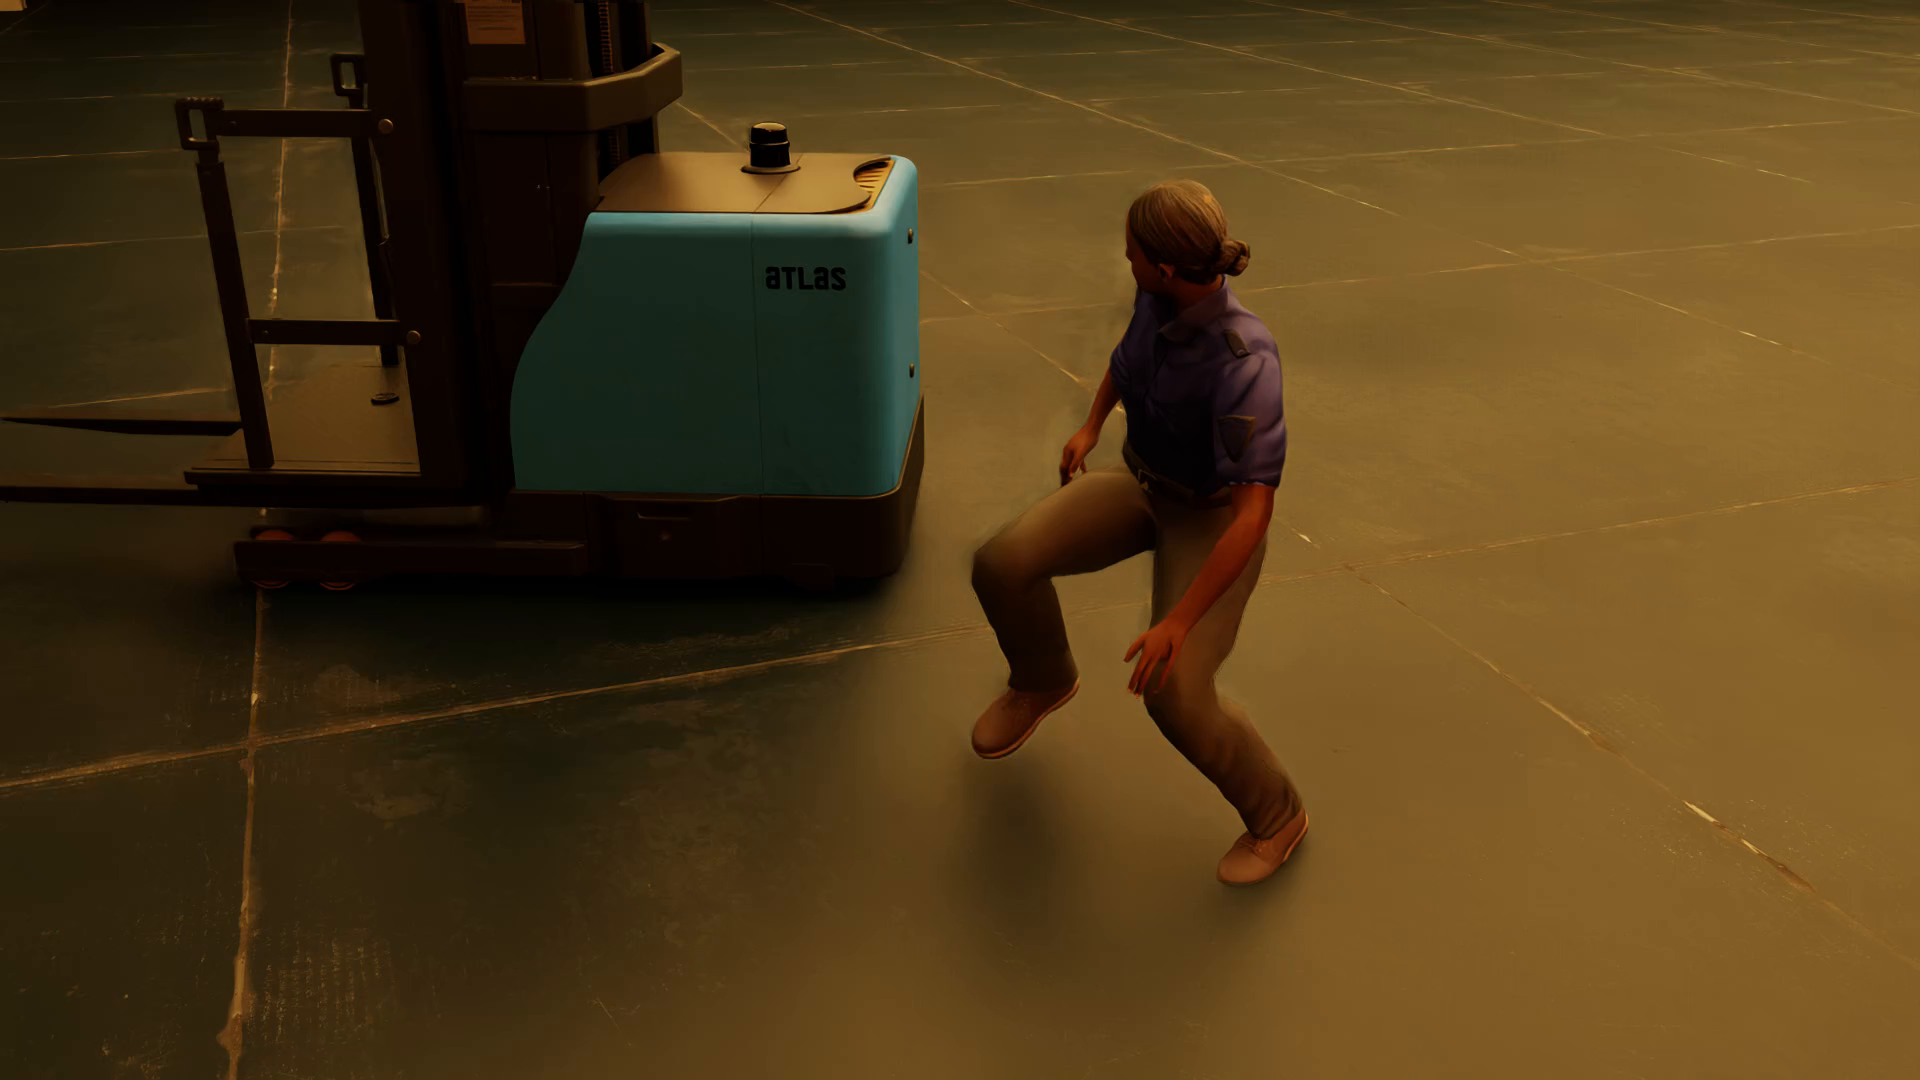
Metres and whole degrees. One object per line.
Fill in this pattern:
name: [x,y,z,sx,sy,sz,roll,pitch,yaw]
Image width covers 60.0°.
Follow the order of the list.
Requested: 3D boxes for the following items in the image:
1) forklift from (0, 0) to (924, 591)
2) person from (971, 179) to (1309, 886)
forklift: [-1.655,-1.410,4.651,3.031,2.935,1.130,1,23,3]
person: [0.385,-0.035,3.408,0.617,1.433,0.743,-17,28,-35]
